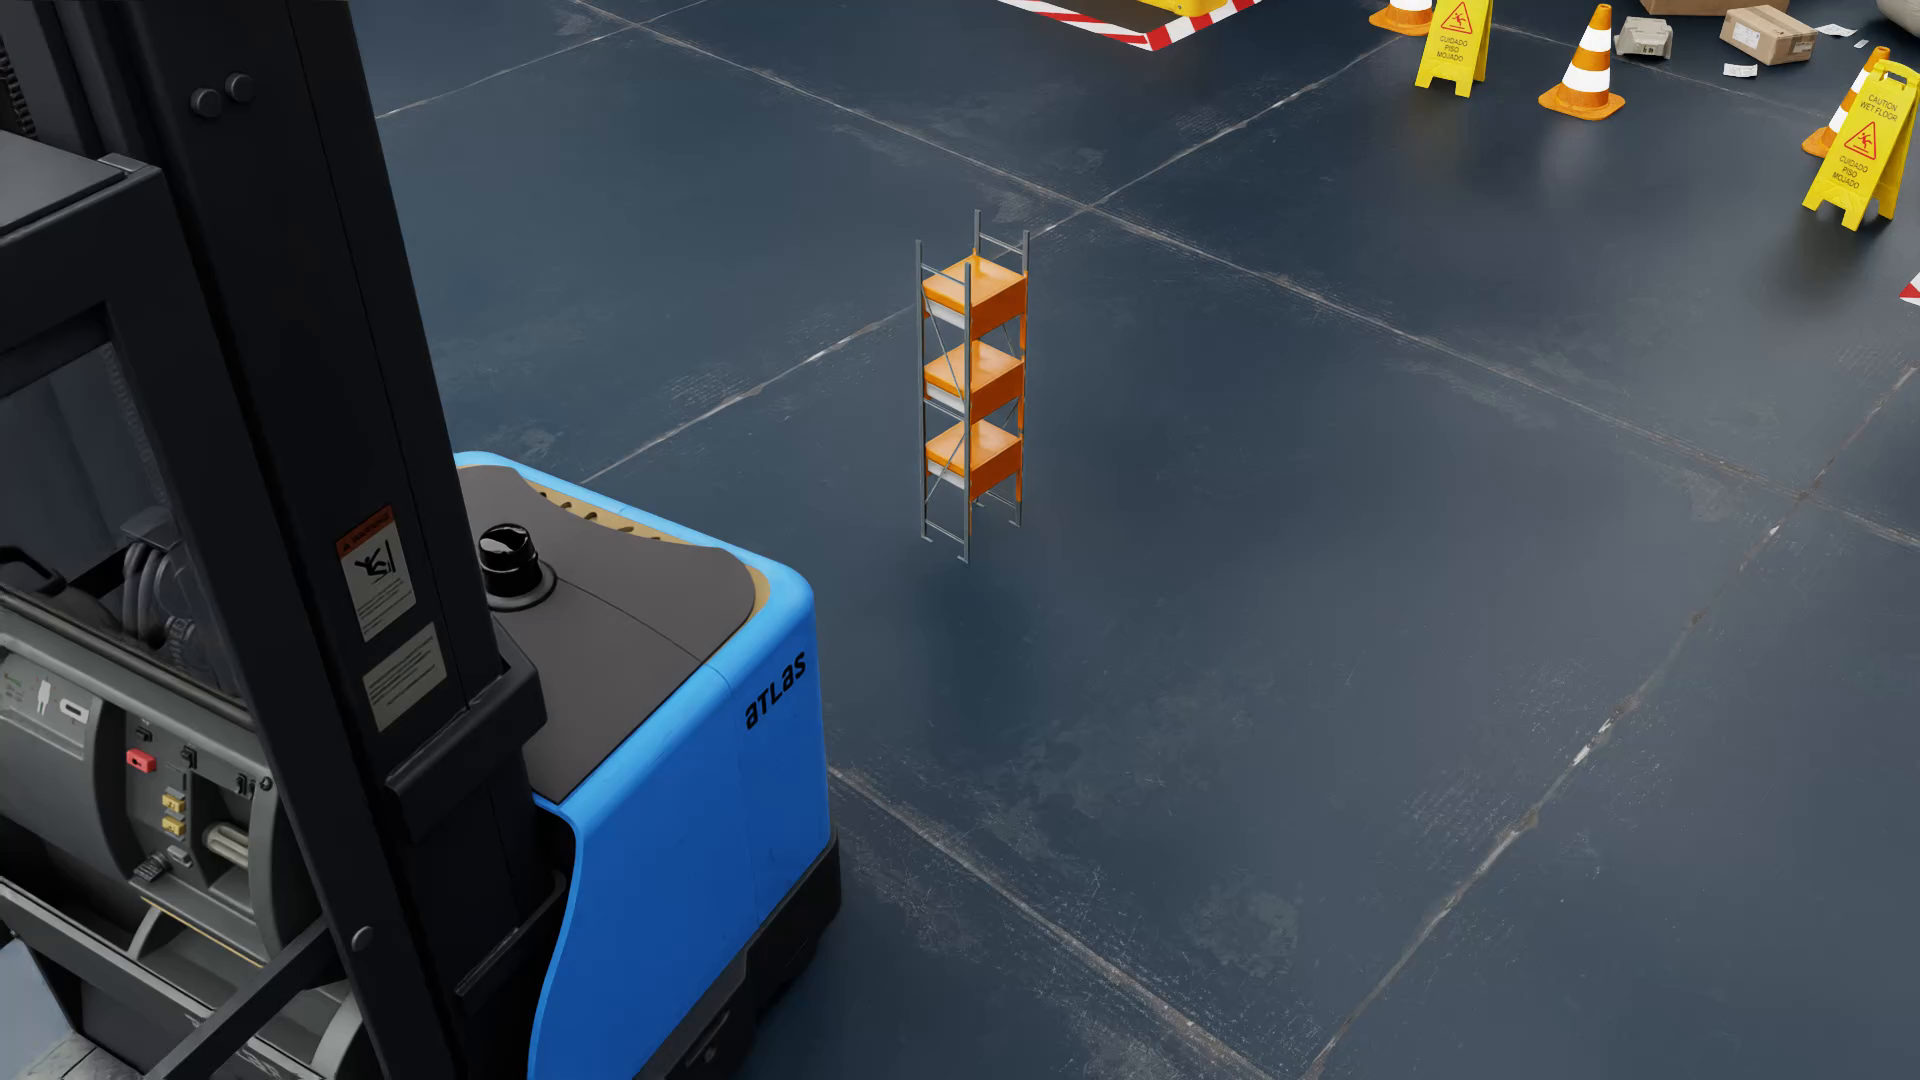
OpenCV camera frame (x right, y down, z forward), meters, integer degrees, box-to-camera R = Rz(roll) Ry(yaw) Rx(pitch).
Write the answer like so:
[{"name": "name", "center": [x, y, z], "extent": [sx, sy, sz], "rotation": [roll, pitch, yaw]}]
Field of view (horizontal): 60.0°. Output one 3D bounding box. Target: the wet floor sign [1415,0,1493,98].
[{"name": "wet floor sign", "center": [2.362, -2.454, 7.817], "extent": [0.267, 0.644, 0.232], "rotation": [22, 43, 25]}]

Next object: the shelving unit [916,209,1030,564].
[{"name": "shelving unit", "center": [0.036, -0.435, 4.954], "extent": [0.215, 1.050, 0.252], "rotation": [30, 47, 32]}]

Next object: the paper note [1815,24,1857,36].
[{"name": "paper note", "center": [4.494, -2.619, 8.528], "extent": [0.142, 0.019, 0.148], "rotation": [-18, 42, -21]}]

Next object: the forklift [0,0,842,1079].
[{"name": "forklift", "center": [-1.458, 0.411, 2.378], "extent": [1.130, 2.935, 3.031], "rotation": [20, 43, 23]}]

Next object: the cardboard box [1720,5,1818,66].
[{"name": "cardboard box", "center": [4.035, -2.522, 8.302], "extent": [0.250, 0.149, 0.380], "rotation": [-11, 40, -14]}]

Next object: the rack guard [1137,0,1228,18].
[{"name": "rack guard", "center": [0.904, -3.231, 8.911], "extent": [1.175, 0.500, 0.348], "rotation": [30, 47, 32]}]

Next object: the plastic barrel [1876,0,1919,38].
[{"name": "plastic barrel", "center": [4.918, -2.764, 8.386], "extent": [0.421, 0.421, 0.512], "rotation": [-5, 39, -6]}]

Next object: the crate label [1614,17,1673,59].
[{"name": "crate label", "center": [3.416, -2.504, 8.289], "extent": [0.250, 0.136, 0.298], "rotation": [8, 39, 10]}]

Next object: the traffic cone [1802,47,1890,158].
[{"name": "traffic cone", "center": [3.980, -1.934, 7.311], "extent": [0.336, 0.463, 0.334], "rotation": [30, 47, 32]}]

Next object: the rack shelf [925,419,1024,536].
[{"name": "rack shelf", "center": [0.036, -0.210, 5.134], "extent": [0.215, 0.259, 0.240], "rotation": [30, 47, 32]}]

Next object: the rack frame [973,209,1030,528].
[{"name": "rack frame", "center": [0.118, -0.492, 5.025], "extent": [0.200, 1.050, 0.008], "rotation": [30, 47, 32]}]

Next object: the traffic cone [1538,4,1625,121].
[{"name": "traffic cone", "center": [2.931, -2.244, 7.700], "extent": [0.336, 0.463, 0.334], "rotation": [30, 47, 32]}]

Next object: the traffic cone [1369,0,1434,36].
[{"name": "traffic cone", "center": [2.326, -2.875, 8.494], "extent": [0.336, 0.463, 0.334], "rotation": [30, 47, 32]}]

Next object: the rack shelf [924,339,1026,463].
[{"name": "rack shelf", "center": [0.036, -0.427, 4.961], "extent": [0.215, 0.259, 0.240], "rotation": [30, 47, 32]}]

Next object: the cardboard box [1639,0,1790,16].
[{"name": "cardboard box", "center": [3.958, -3.081, 8.720], "extent": [0.797, 0.503, 0.637], "rotation": [2, 39, 2]}]

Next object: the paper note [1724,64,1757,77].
[{"name": "paper note", "center": [3.810, -2.296, 8.113], "extent": [0.148, 0.019, 0.142], "rotation": [14, 41, 17]}]

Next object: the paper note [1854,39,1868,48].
[{"name": "paper note", "center": [4.549, -2.504, 8.391], "extent": [0.032, 0.001, 0.123], "rotation": [30, 47, 32]}]

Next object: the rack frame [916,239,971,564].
[{"name": "rack frame", "center": [-0.046, -0.379, 4.884], "extent": [0.200, 1.050, 0.008], "rotation": [30, 47, 32]}]

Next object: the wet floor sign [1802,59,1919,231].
[{"name": "wet floor sign", "center": [3.724, -1.628, 6.779], "extent": [0.232, 0.644, 0.267], "rotation": [-18, 42, -21]}]

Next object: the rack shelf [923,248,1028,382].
[{"name": "rack shelf", "center": [0.036, -0.649, 4.784], "extent": [0.215, 0.259, 0.240], "rotation": [30, 47, 32]}]
